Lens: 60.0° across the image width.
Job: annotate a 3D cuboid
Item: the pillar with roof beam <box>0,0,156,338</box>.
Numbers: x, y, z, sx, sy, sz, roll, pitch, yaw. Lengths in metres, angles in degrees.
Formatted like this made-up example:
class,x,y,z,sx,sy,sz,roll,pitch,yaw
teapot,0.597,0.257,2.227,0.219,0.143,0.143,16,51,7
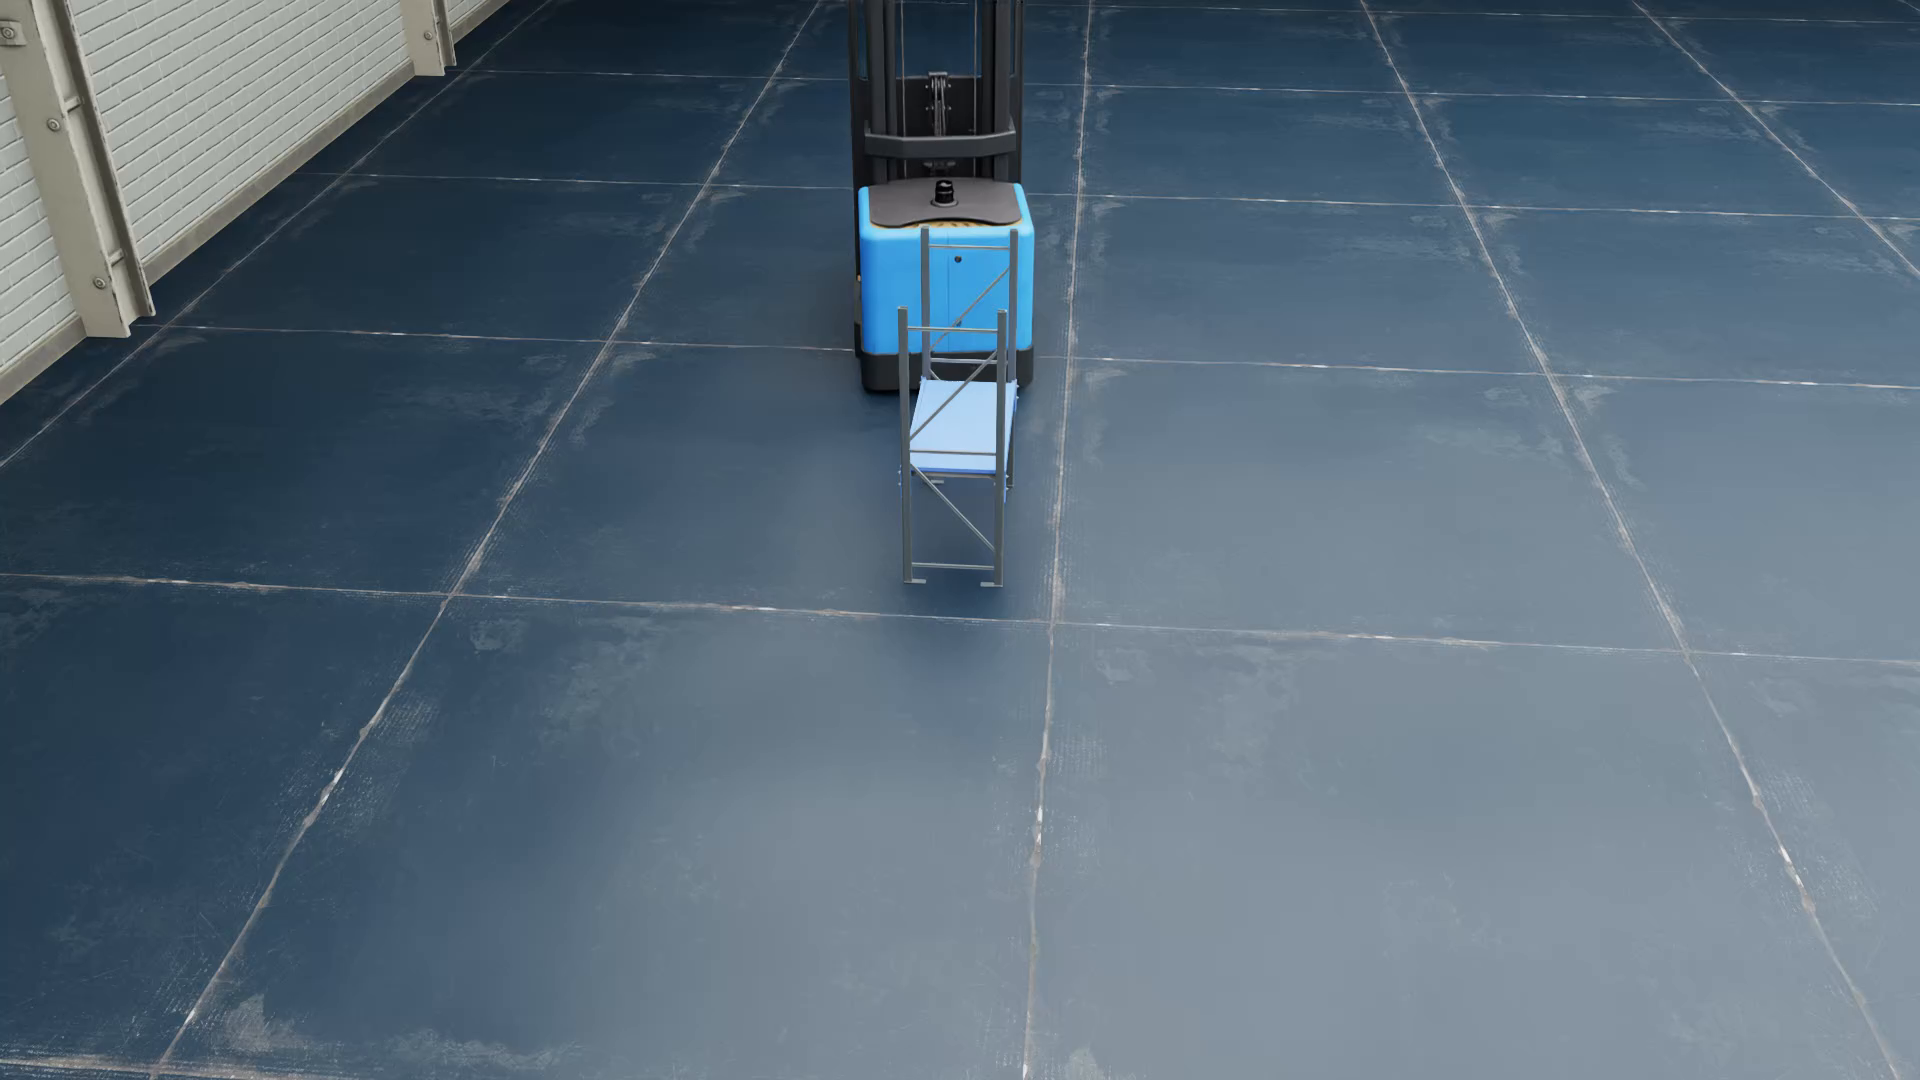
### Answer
class,x,y,z,sx,sy,sz,roll,pitch,yaw
pillar with roof beam,-1.309,-5.084,8.422,9.100,9.000,0.400,2,32,4

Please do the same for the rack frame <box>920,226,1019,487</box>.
class,x,y,z,sx,sy,sz,roll,pitch,yaw
rack frame,0.048,-0.949,8.860,0.500,1.500,0.032,2,32,4

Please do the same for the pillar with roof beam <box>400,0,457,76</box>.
class,x,y,z,sx,sy,sz,roll,pitch,yaw
pillar with roof beam,-0.821,-8.221,13.513,9.100,9.000,0.400,2,32,4

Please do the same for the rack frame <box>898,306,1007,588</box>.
class,x,y,z,sx,sy,sz,roll,pitch,yaw
rack frame,-0.034,-0.417,7.998,0.500,1.500,0.032,2,32,4

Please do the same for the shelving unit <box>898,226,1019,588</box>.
class,x,y,z,sx,sy,sz,roll,pitch,yaw
shelving unit,0.007,-0.683,8.429,0.538,1.500,1.048,2,32,4

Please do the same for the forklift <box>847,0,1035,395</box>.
class,x,y,z,sx,sy,sz,roll,pitch,yaw
forklift,-0.161,-2.870,10.614,1.130,2.935,3.031,-2,32,-3

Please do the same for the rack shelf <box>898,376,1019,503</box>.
class,x,y,z,sx,sy,sz,roll,pitch,yaw
rack shelf,0.007,-0.530,8.523,0.538,0.185,1.000,2,32,4
